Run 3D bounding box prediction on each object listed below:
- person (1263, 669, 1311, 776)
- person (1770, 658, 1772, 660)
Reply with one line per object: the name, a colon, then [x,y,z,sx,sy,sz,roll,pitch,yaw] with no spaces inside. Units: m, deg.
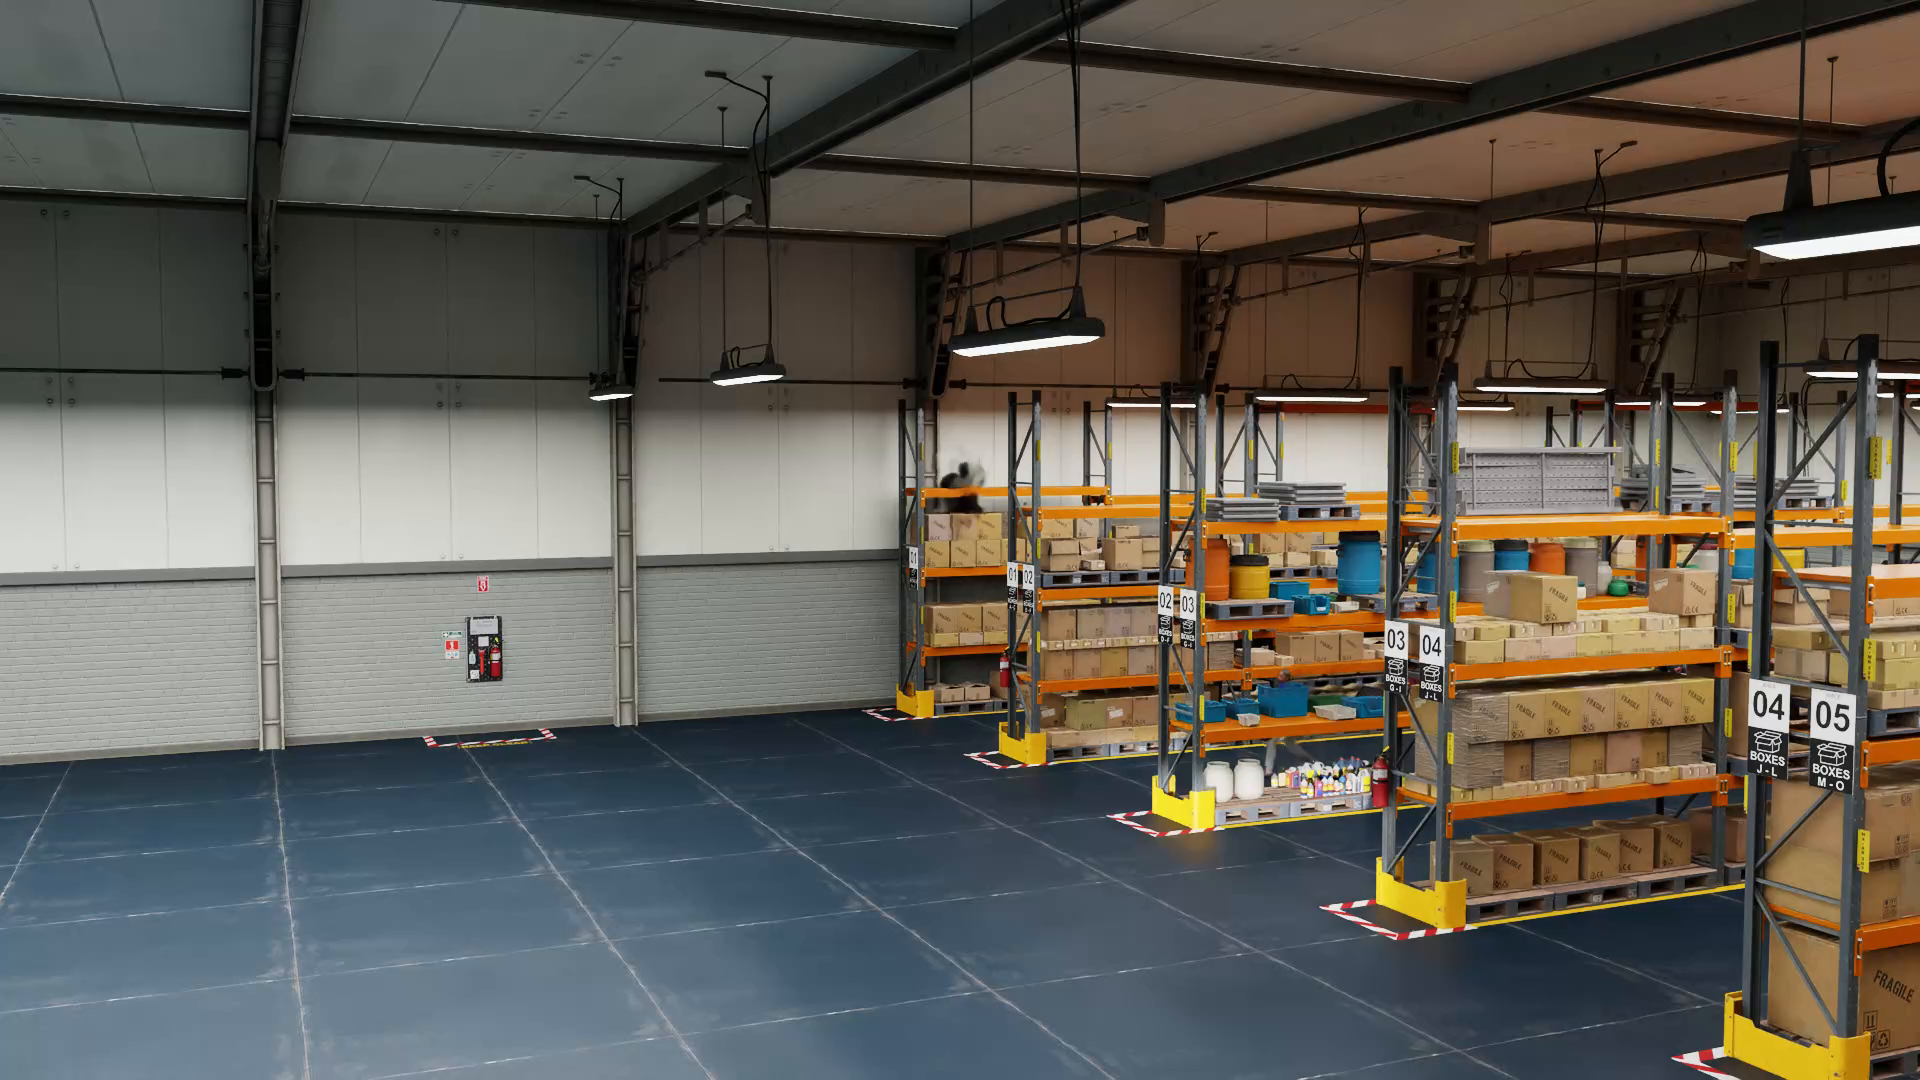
person: [5.000,2.811,25.745,0.922,1.637,0.579,-2,4,-29]
person: [14.946,2.530,31.154,0.552,1.633,0.624,-2,4,-36]
